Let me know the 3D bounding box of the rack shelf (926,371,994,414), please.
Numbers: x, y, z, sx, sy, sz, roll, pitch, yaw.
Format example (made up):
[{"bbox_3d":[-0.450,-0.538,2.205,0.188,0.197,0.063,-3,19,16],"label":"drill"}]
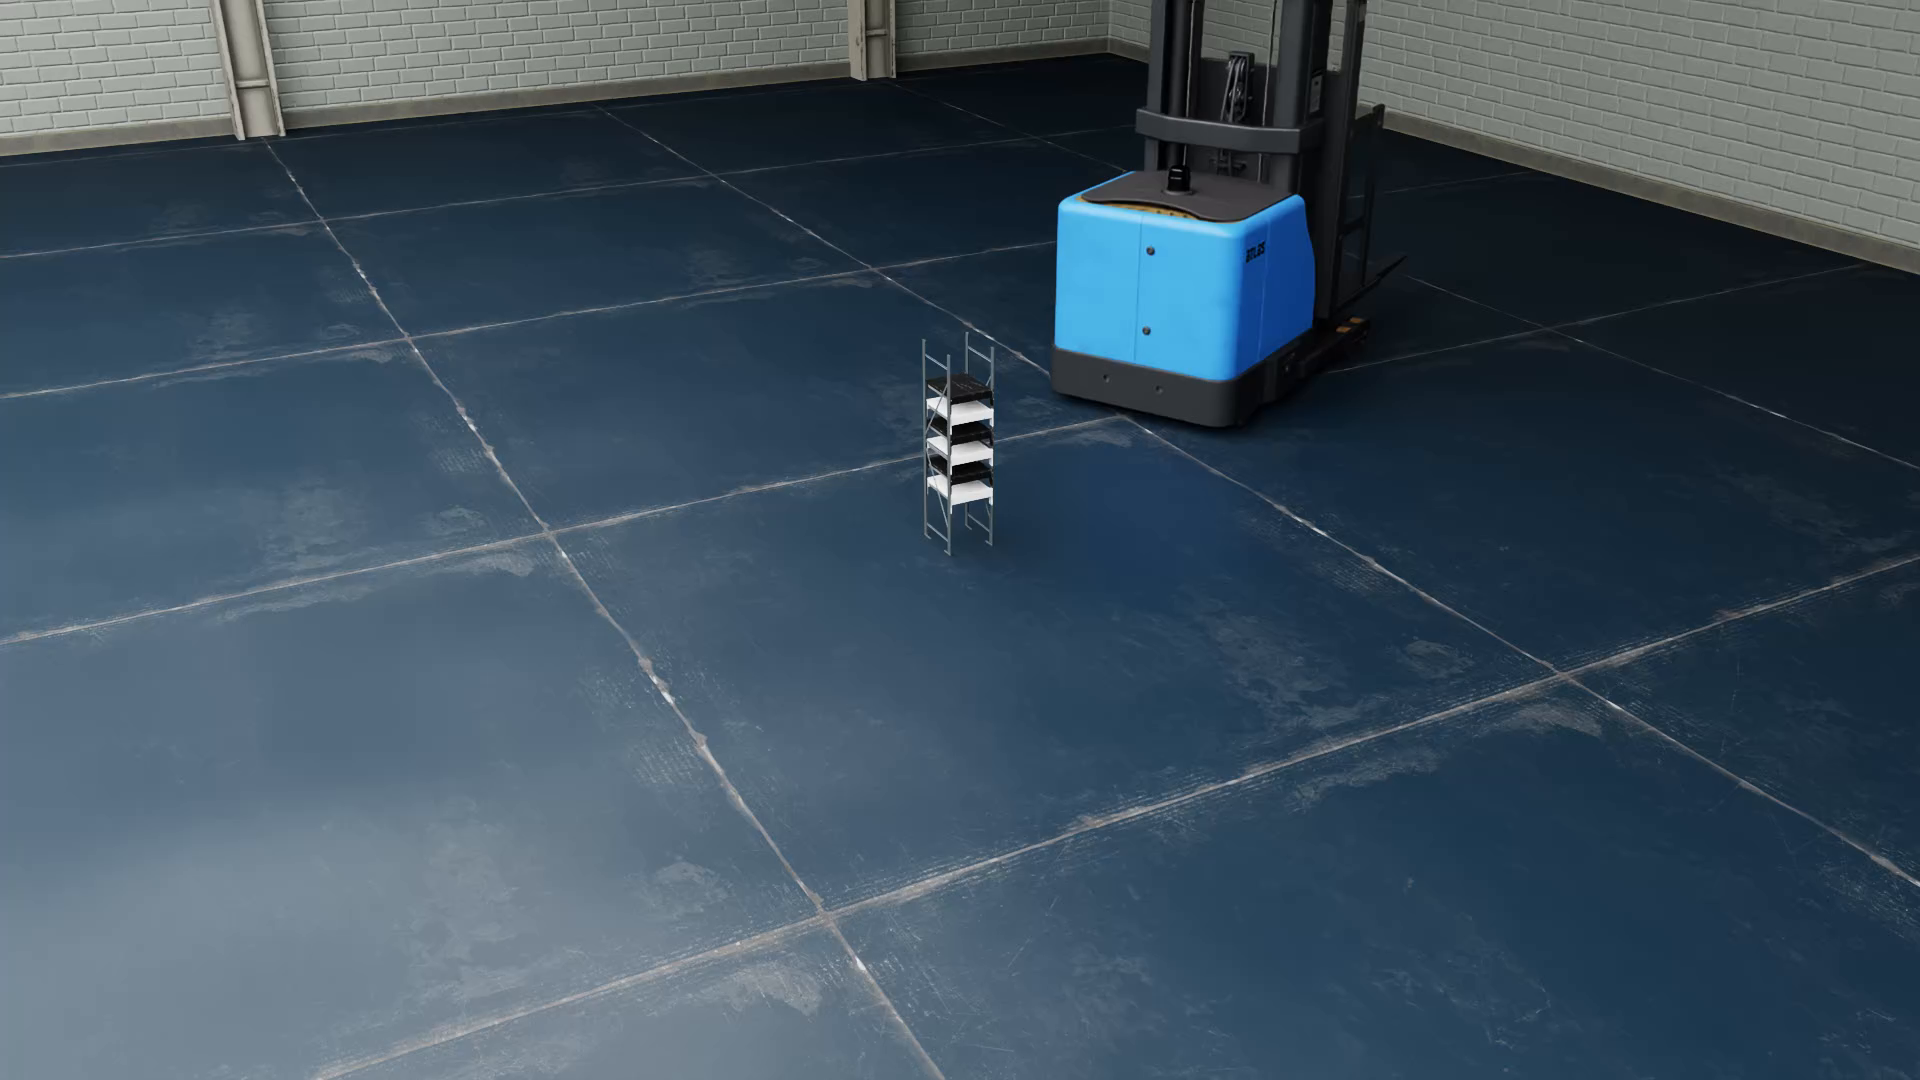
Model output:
[{"bbox_3d":[-0.007,-0.617,6.949,0.200,0.077,0.258,-13,29,-25],"label":"rack shelf"}]

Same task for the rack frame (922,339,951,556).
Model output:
[{"bbox_3d":[-0.097,-0.383,7.009,0.006,0.900,0.240,-13,29,-25],"label":"rack frame"}]

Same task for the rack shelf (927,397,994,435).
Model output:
[{"bbox_3d":[-0.007,-0.536,6.988,0.200,0.077,0.258,-13,29,-25],"label":"rack shelf"}]

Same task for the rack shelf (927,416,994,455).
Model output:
[{"bbox_3d":[-0.007,-0.455,7.027,0.200,0.077,0.258,-13,29,-25],"label":"rack shelf"}]

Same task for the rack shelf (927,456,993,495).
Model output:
[{"bbox_3d":[-0.007,-0.293,7.105,0.200,0.077,0.258,-13,29,-25],"label":"rack shelf"}]

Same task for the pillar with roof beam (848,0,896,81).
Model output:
[{"bbox_3d":[1.123,-7.225,11.901,0.400,9.000,9.100,-13,29,-25],"label":"pillar with roof beam"}]

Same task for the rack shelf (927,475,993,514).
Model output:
[{"bbox_3d":[-0.007,-0.212,7.144,0.200,0.077,0.258,-13,29,-25],"label":"rack shelf"}]

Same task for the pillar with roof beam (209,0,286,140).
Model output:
[{"bbox_3d":[-4.172,-6.003,9.356,0.400,9.000,9.100,-13,29,-25],"label":"pillar with roof beam"}]

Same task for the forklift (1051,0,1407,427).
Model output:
[{"bbox_3d":[1.711,-2.469,9.006,1.130,2.935,3.031,16,30,30],"label":"forklift"}]

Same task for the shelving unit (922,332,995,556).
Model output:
[{"bbox_3d":[-0.007,-0.404,7.052,0.210,0.900,0.258,-13,29,-25],"label":"shelving unit"}]

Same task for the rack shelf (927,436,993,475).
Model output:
[{"bbox_3d":[-0.007,-0.374,7.066,0.200,0.077,0.258,-13,29,-25],"label":"rack shelf"}]

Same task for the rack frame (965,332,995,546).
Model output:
[{"bbox_3d":[0.083,-0.425,7.095,0.006,0.900,0.240,-13,29,-25],"label":"rack frame"}]
